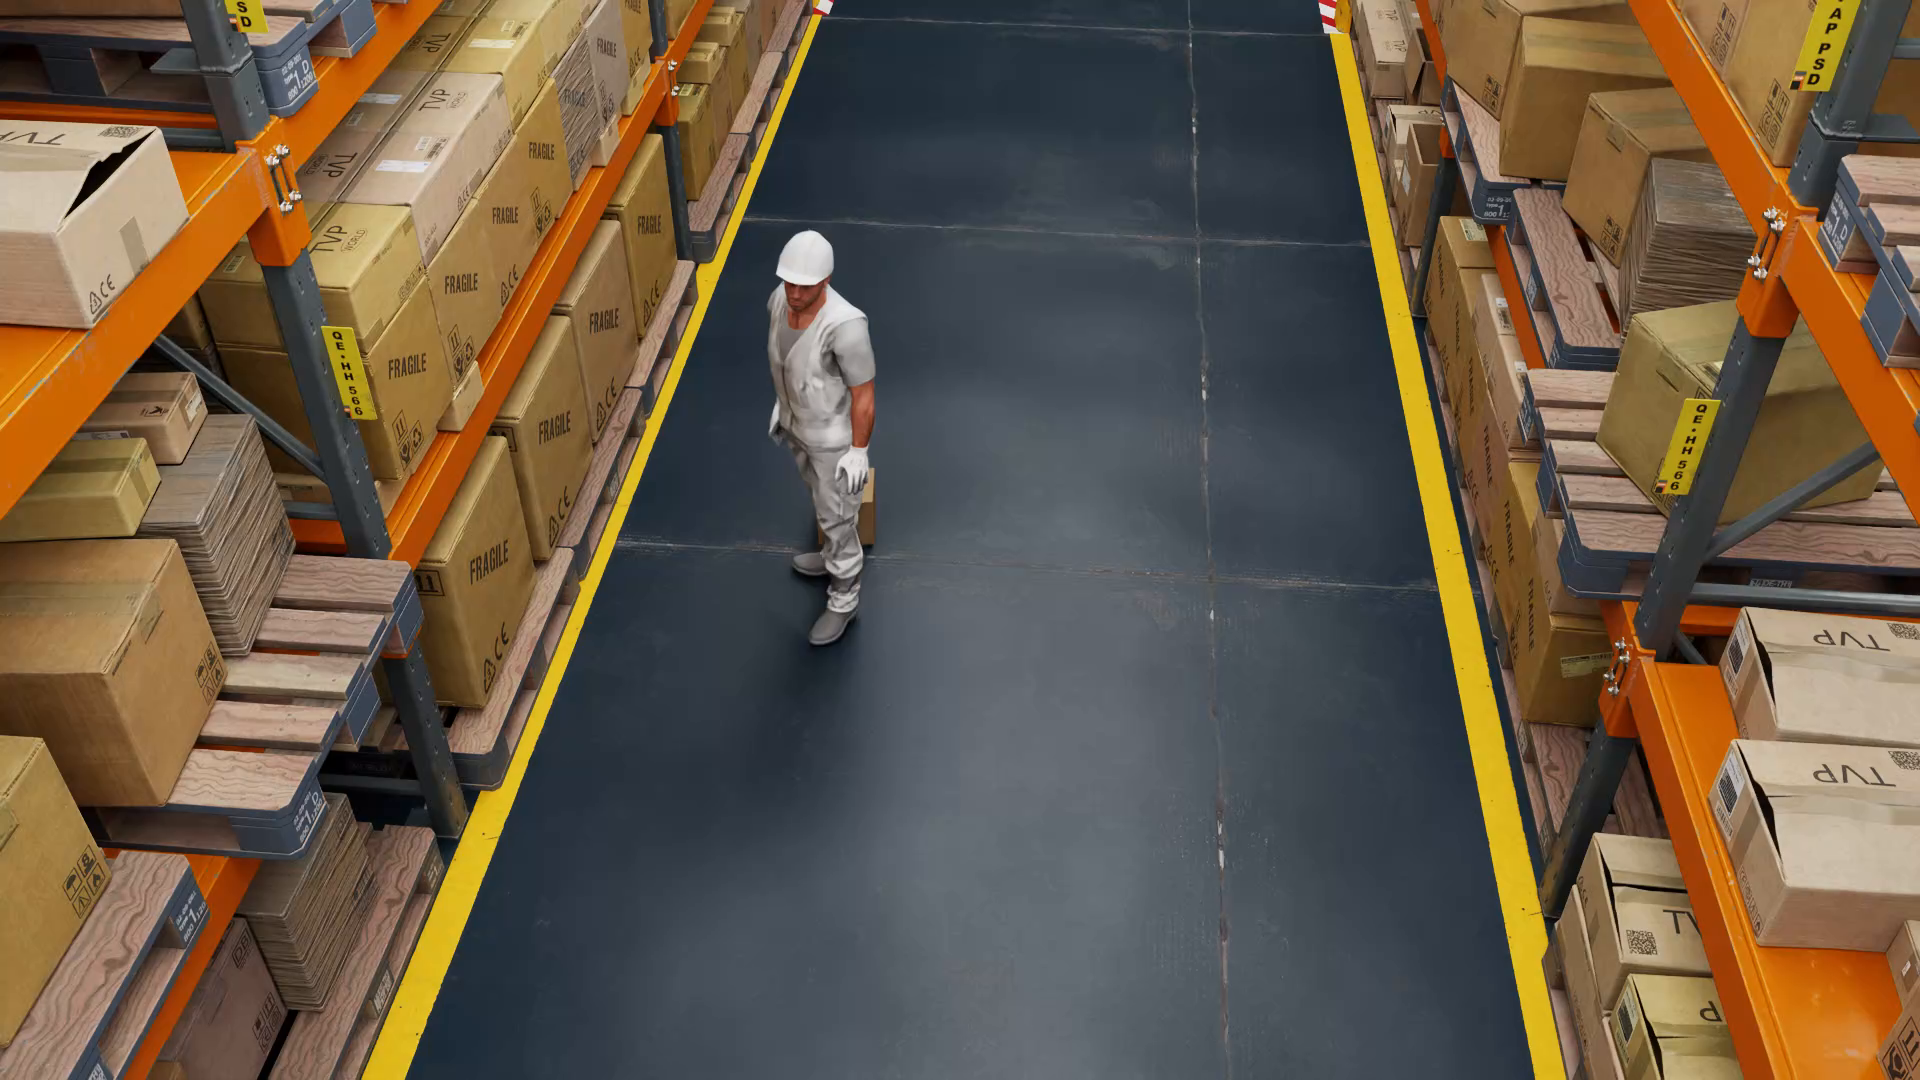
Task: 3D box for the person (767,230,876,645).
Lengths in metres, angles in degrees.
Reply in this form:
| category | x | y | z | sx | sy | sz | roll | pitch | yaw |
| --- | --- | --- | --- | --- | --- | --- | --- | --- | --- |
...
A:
| category | x | y | z | sx | sy | sz | roll | pitch | yaw |
| --- | --- | --- | --- | --- | --- | --- | --- | --- | --- |
| person | -0.560 | -0.429 | 6.620 | 0.476 | 1.791 | 0.573 | -27 | 47 | -28 |
